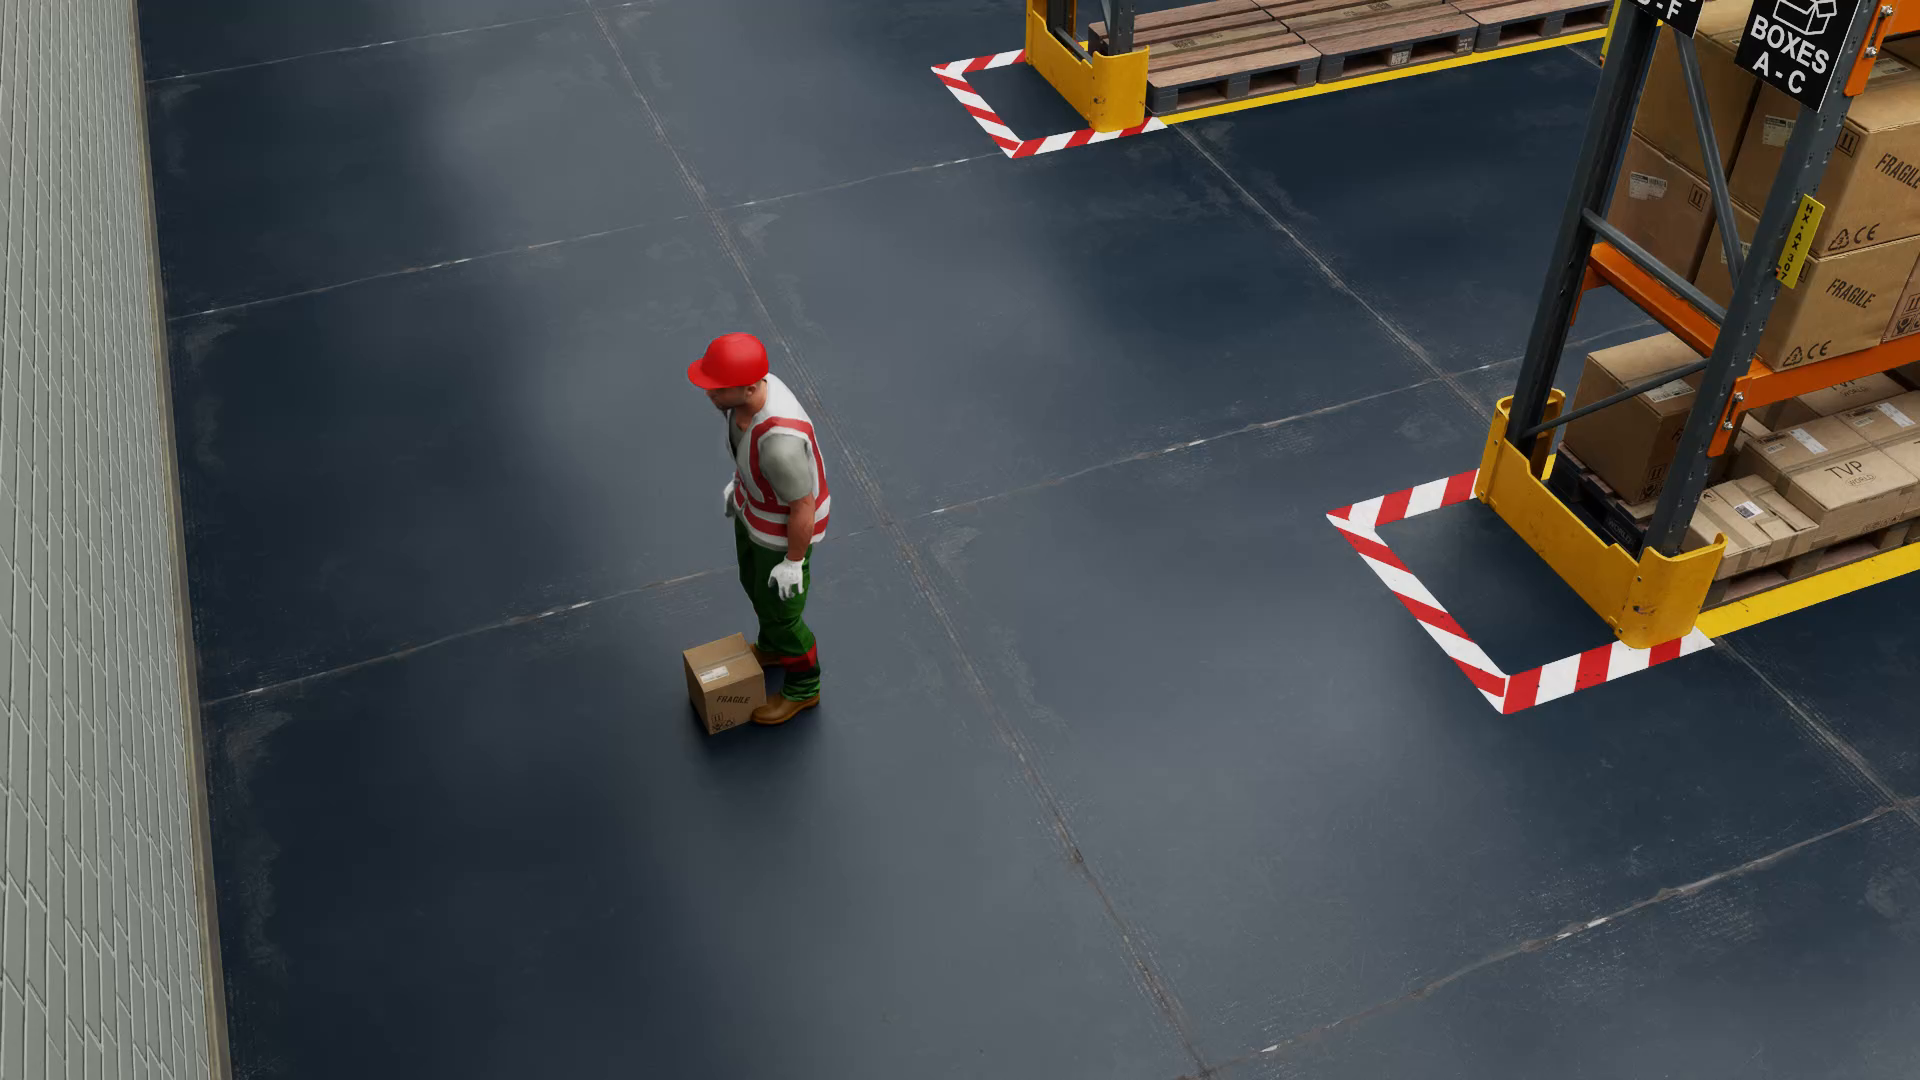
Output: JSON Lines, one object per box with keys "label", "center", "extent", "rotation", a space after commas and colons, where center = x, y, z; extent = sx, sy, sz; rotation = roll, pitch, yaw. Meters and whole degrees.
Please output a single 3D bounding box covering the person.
{"label": "person", "center": [-0.725, -0.050, 6.205], "extent": [0.451, 1.778, 0.612], "rotation": [-18, 44, -19]}
